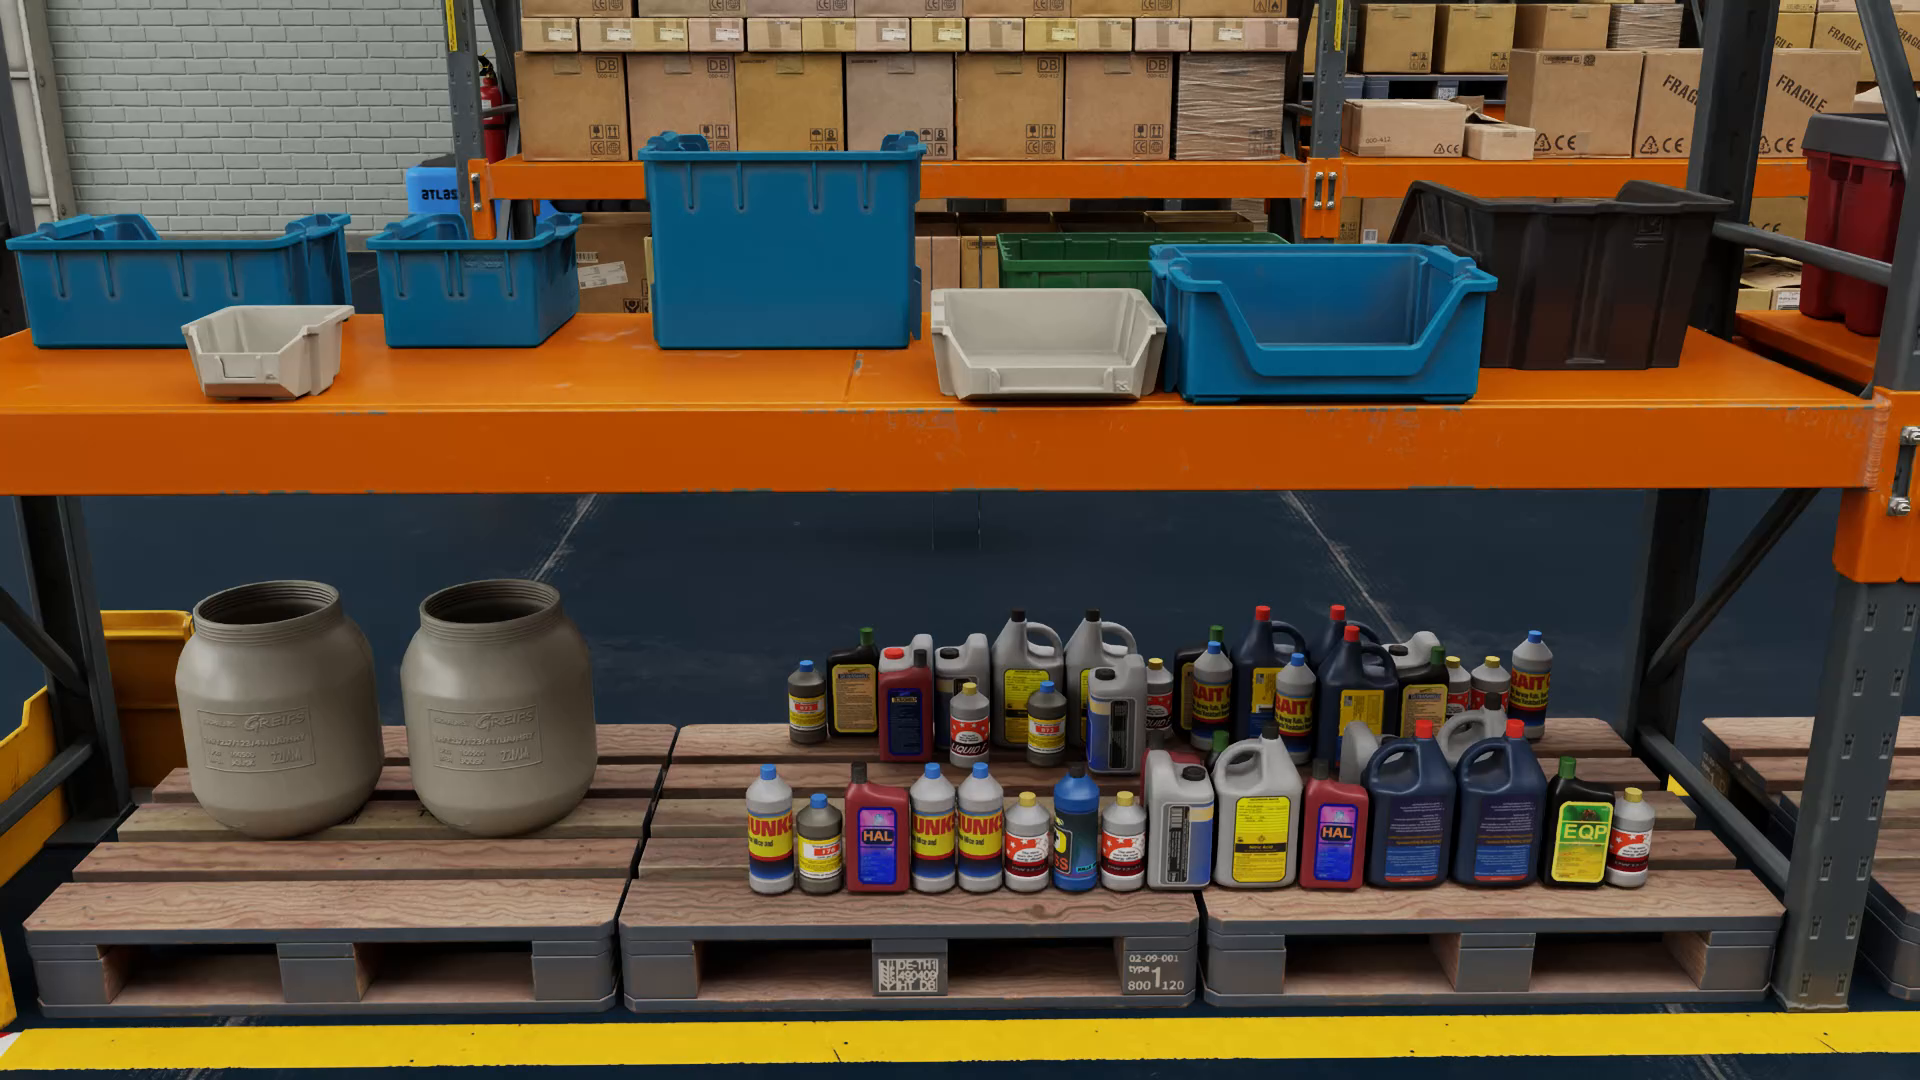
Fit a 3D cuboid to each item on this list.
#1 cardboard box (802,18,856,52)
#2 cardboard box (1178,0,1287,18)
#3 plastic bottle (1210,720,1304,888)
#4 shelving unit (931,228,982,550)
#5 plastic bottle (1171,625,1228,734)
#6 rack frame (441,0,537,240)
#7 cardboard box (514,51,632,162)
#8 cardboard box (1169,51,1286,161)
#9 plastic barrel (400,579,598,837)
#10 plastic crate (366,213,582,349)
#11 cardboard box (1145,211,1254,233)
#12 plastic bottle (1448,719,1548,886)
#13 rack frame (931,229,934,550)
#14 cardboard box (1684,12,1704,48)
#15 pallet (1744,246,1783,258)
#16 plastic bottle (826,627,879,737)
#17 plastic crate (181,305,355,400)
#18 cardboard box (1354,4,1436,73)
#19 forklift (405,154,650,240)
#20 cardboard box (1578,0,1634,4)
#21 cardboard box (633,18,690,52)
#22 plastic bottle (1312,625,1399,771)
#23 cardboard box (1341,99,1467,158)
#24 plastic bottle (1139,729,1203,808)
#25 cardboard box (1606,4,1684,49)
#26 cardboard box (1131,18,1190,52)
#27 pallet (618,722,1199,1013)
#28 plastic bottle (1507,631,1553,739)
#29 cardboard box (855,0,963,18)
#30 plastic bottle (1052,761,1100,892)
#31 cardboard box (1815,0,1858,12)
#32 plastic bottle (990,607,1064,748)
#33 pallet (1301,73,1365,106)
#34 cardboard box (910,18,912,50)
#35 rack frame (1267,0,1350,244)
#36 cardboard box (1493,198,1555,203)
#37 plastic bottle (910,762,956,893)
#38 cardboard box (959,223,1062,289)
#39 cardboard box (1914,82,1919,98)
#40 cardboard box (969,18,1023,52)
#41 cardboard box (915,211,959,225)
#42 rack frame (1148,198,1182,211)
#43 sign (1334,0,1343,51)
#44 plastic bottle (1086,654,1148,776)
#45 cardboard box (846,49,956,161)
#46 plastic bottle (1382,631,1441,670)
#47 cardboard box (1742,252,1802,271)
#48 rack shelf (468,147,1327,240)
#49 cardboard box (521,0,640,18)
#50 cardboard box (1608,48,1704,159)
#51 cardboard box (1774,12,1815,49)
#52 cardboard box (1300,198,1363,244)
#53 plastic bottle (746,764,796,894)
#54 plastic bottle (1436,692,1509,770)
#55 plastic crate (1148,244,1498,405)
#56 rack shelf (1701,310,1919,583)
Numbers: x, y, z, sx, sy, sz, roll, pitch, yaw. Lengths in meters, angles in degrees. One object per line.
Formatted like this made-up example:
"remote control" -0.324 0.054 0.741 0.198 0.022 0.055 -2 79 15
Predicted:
"cardboard box" -0.609 -2.387 7.851 0.250 0.149 0.380 -1 18 -2
"cardboard box" 1.264 -2.768 7.977 0.500 0.500 0.700 0 18 -1
"plastic bottle" 0.628 0.552 3.533 0.185 0.351 0.144 0 18 -1
"shelving unit" -0.014 -0.571 6.364 0.189 1.200 0.258 0 18 -1
"plastic bottle" 0.614 0.356 4.252 0.133 0.283 0.061 1 18 2
"rack frame" -2.292 -2.087 8.143 0.127 3.000 1.000 0 18 -1
"cardboard box" -1.825 -2.133 8.123 0.500 0.500 0.700 0 18 -1
"cardboard box" 1.264 -2.150 8.175 0.500 0.500 0.700 -1 18 -2
"plastic barrel" -1.060 0.381 3.833 0.421 0.512 0.421 0 18 0
"plastic crate" -1.073 -0.599 3.747 0.408 0.251 0.499 0 18 -1
"cardboard box" 1.239 -1.448 8.736 0.500 0.500 0.500 0 18 -1
"plastic bottle" 1.142 0.549 3.541 0.185 0.351 0.144 -1 18 -2
"rack frame" -0.106 -0.571 6.363 0.006 1.200 0.240 0 18 -1
"cardboard box" 6.093 -3.920 13.174 0.500 0.500 0.500 0 18 -1
"pallet" 6.414 -2.292 13.346 1.213 0.211 1.003 0 18 -1
"plastic bottle" -0.272 0.361 4.239 0.133 0.283 0.061 0 18 0
"plastic crate" -1.318 -0.355 3.175 0.250 0.136 0.298 0 18 -1
"cardboard box" 3.352 -3.882 12.854 0.500 0.500 0.700 2 18 7
"forklift" -1.880 -2.779 10.413 3.031 2.935 1.130 -1 18 -2
"cardboard box" 4.959 -4.188 12.746 0.250 0.149 0.380 -3 18 -10
"cardboard box" -1.383 -2.383 7.839 0.250 0.149 0.380 0 18 -1
"plastic bottle" 0.970 0.379 4.070 0.185 0.351 0.144 0 18 -1
"cardboard box" 2.199 -2.051 8.275 0.500 0.250 0.500 1 18 3
"plastic bottle" 0.463 0.551 3.646 0.133 0.283 0.061 0 18 -1
"cardboard box" 5.155 -3.890 12.881 0.500 0.500 0.700 -2 18 -7
"cardboard box" 0.930 -2.394 7.873 0.250 0.149 0.380 -1 18 -2
"pallet" -0.113 0.731 3.922 1.213 0.211 1.003 0 18 -1
"plastic bottle" 1.456 0.364 4.249 0.097 0.271 0.097 0 18 0
"cardboard box" -0.242 -2.760 7.955 0.500 0.500 0.700 0 18 -1
"plastic bottle" 0.245 0.599 3.517 0.097 0.271 0.097 0 18 0
"cardboard box" 6.620 -4.121 12.572 0.500 0.250 0.500 -1 18 -2
"plastic bottle" 0.168 0.339 4.196 0.185 0.351 0.144 0 18 1
"pallet" 2.392 -3.487 12.822 1.213 0.211 1.003 0 18 -1
"cardboard box" -0.362 -2.512 8.241 0.250 0.149 0.380 -1 18 -2
"rack frame" 1.707 -2.106 8.203 0.127 3.000 1.000 0 18 -1
"cardboard box" 4.389 -2.672 13.337 0.500 0.500 0.700 0 18 -1
"plastic bottle" -0.057 0.600 3.512 0.097 0.271 0.097 0 18 0
"cardboard box" 0.247 -1.283 8.222 0.500 0.500 0.500 0 18 -1
"cardboard box" 7.244 -3.474 12.845 0.250 0.149 0.380 0 18 0
"cardboard box" 0.169 -2.391 7.863 0.250 0.149 0.380 0 18 1
"cardboard box" -0.261 -1.440 8.711 0.500 0.500 0.500 0 18 -1
"rack frame" 1.625 -3.619 12.920 0.127 3.000 1.000 0 18 -1
"sign" 1.718 -2.387 7.531 0.005 0.325 0.100 0 18 -1
"plastic bottle" 0.382 0.419 4.069 0.135 0.276 0.152 0 18 -1
"cardboard box" -0.277 -2.141 8.149 0.500 0.500 0.700 0 18 1
"plastic bottle" 1.133 0.371 4.218 0.135 0.276 0.152 0 18 1
"cardboard box" 4.143 -1.364 8.784 0.500 0.311 0.500 -1 18 -2
"rack shelf" -0.292 -1.754 8.283 4.000 0.370 1.077 0 18 -1
"cardboard box" -1.772 -2.751 7.925 0.500 0.500 0.700 0 18 -1
"cardboard box" 3.503 -2.158 8.200 0.500 0.500 0.500 0 18 -1
"cardboard box" 6.115 -3.762 12.680 0.500 0.500 0.500 0 18 1
"cardboard box" 2.877 -2.665 13.317 0.500 0.500 0.700 -1 18 -2
"plastic bottle" -0.400 0.602 3.507 0.097 0.271 0.097 0 18 0
"plastic bottle" 1.140 0.505 3.678 0.185 0.351 0.144 0 18 -1
"plastic crate" 0.680 -0.435 3.235 0.616 0.251 0.499 0 18 -1
"rack shelf" 3.782 -0.261 3.627 4.000 0.370 1.077 0 18 -1
